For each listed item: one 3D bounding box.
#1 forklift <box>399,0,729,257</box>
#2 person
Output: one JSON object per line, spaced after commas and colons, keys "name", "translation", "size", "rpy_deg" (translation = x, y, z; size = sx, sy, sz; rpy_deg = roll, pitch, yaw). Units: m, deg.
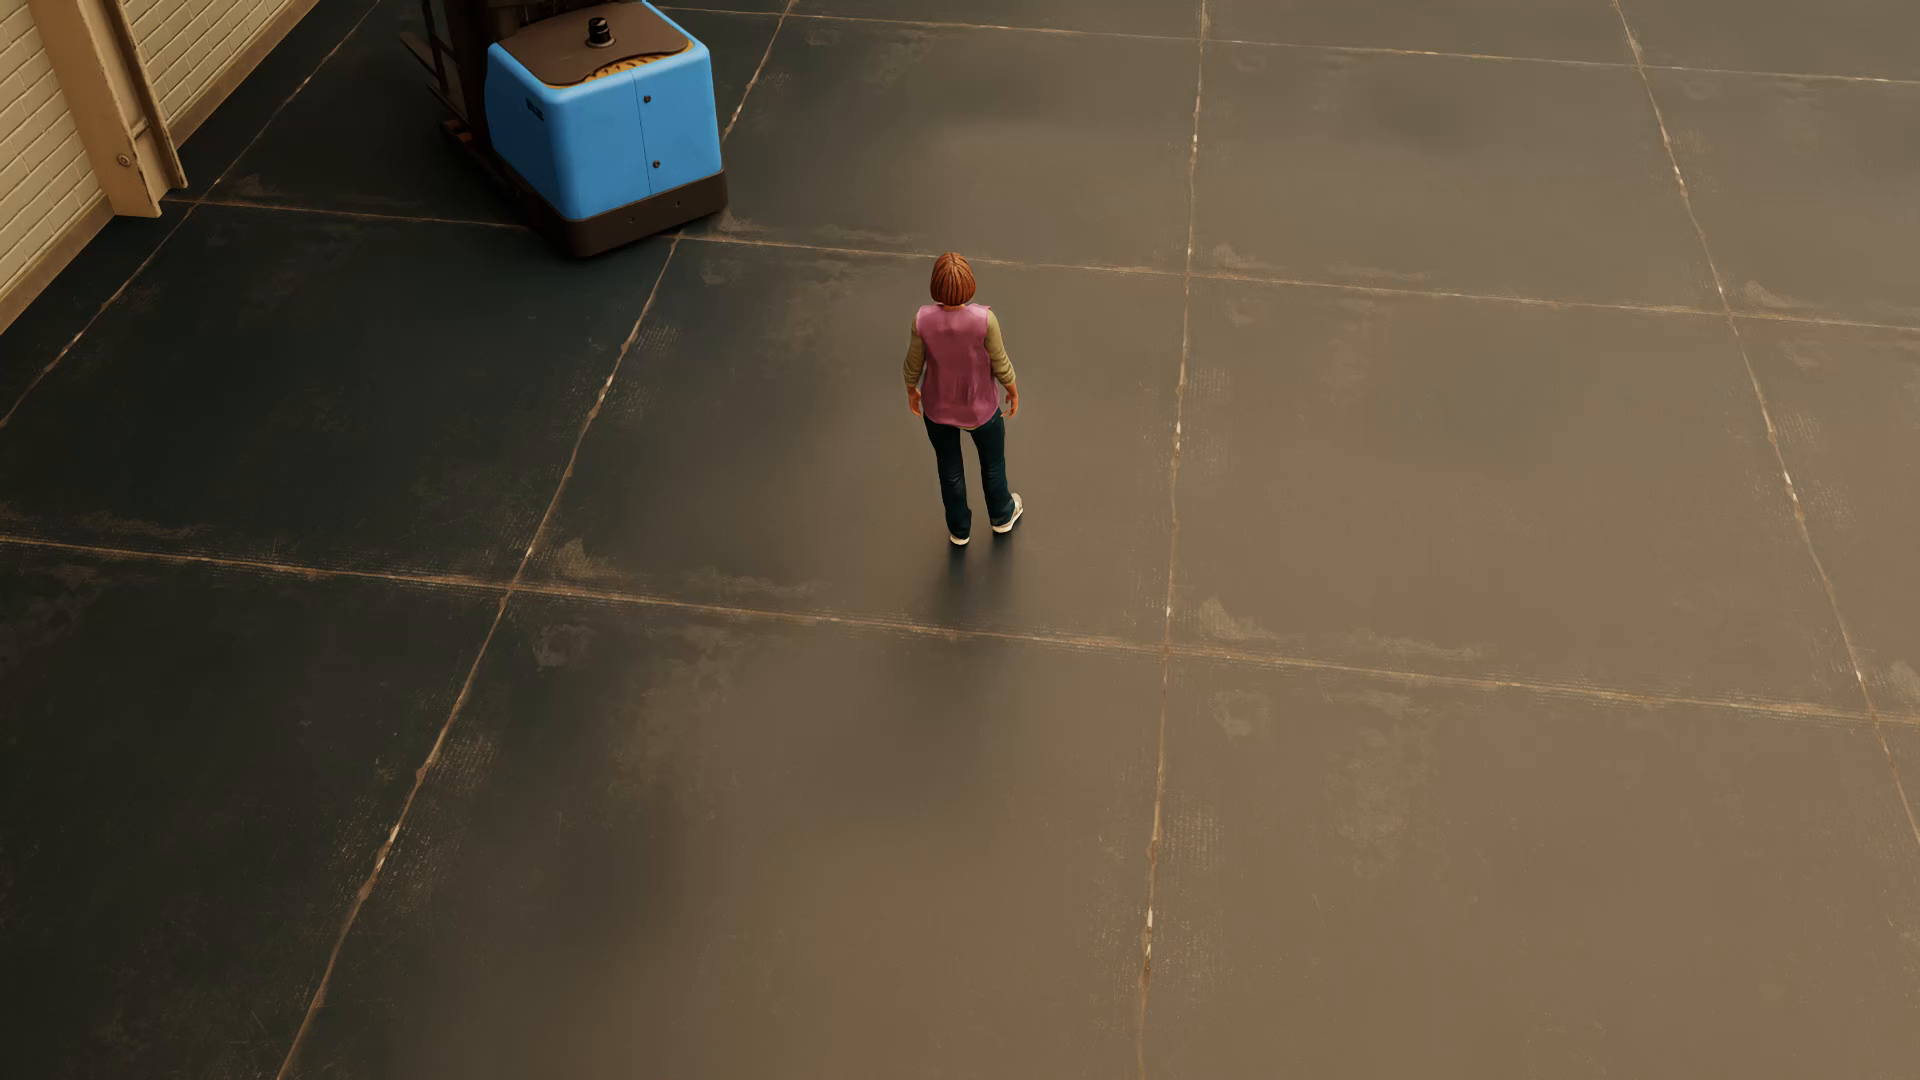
{"name": "forklift", "translation": [-2.661, -3.661, 9.709], "size": [1.130, 2.935, 3.031], "rpy_deg": [-26, 49, -26]}
{"name": "person", "translation": [0.023, -0.642, 7.399], "size": [0.521, 1.599, 0.473], "rpy_deg": [5, 43, 6]}
